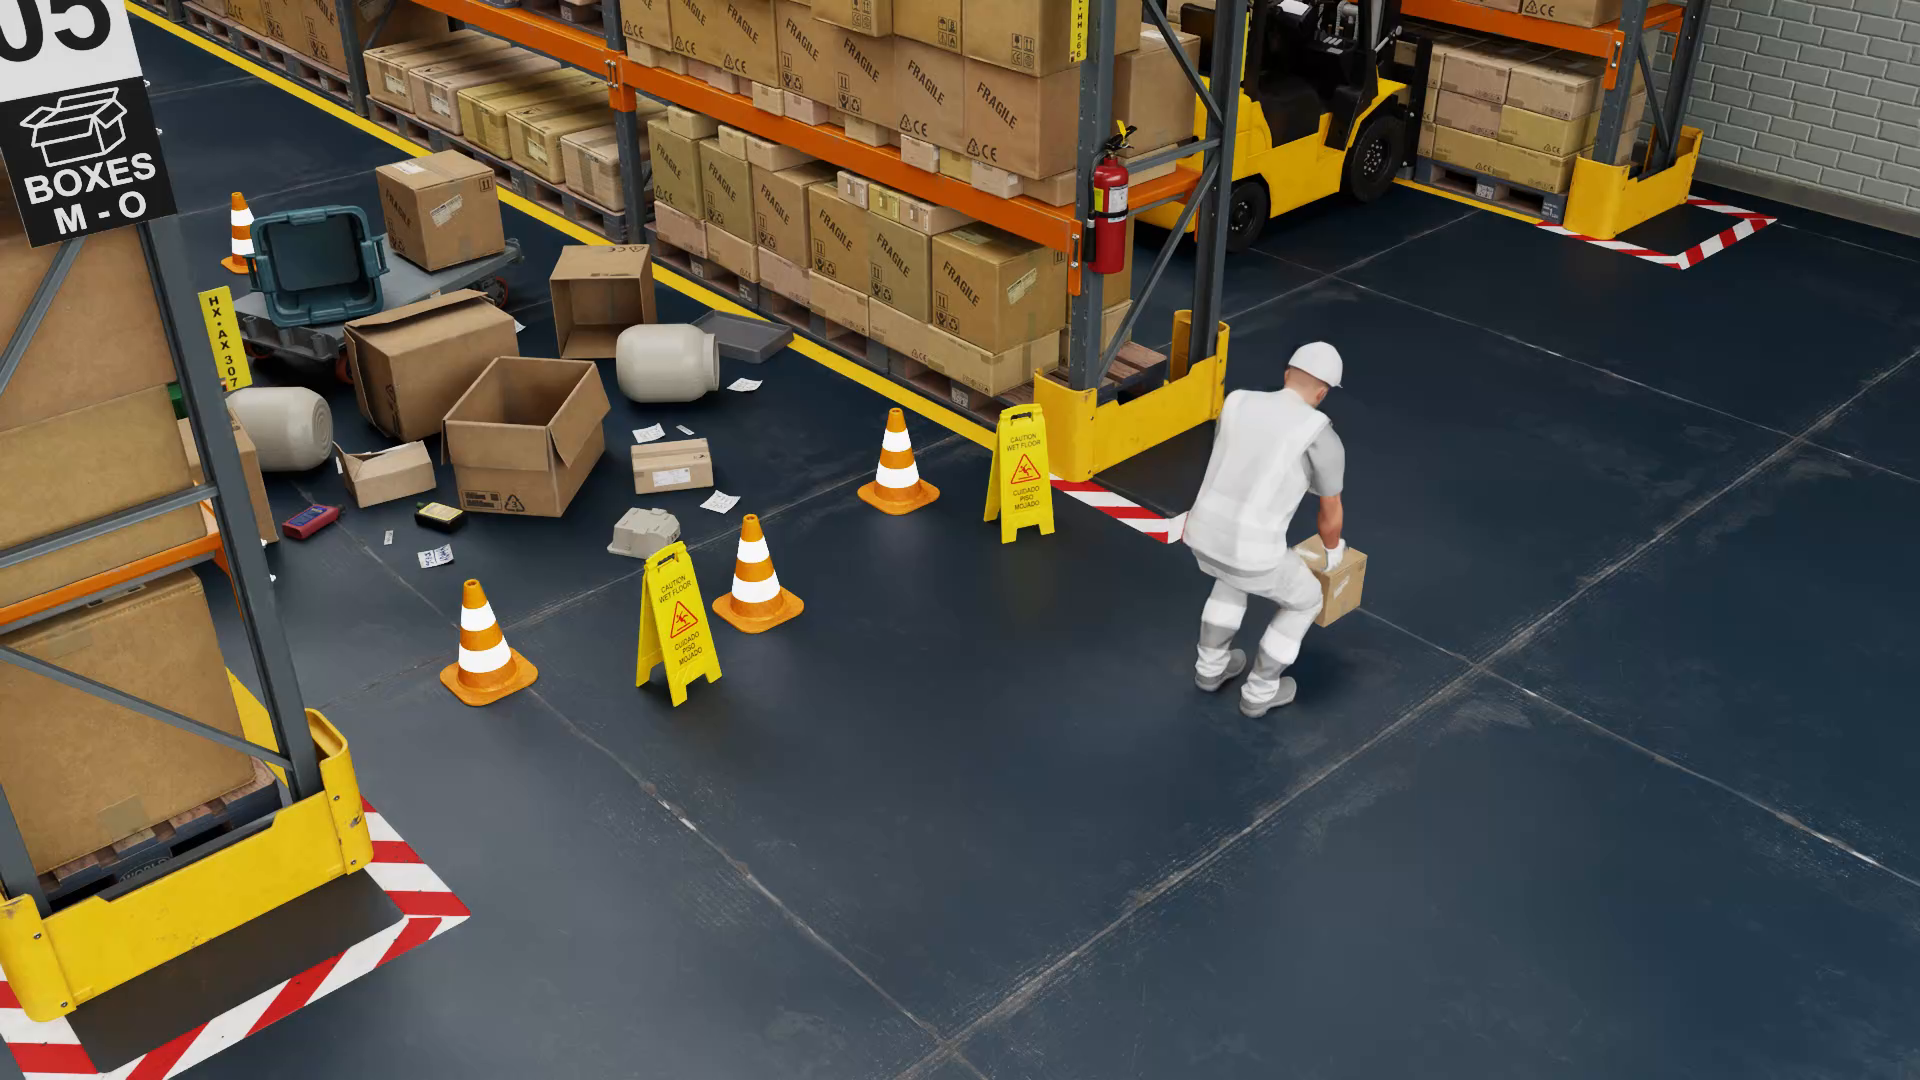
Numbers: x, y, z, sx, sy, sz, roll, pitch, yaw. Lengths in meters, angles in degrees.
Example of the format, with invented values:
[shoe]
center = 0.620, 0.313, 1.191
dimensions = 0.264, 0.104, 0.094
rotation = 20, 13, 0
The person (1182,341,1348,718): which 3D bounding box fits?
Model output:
[person]
center = 1.180, -0.042, 6.512
dimensions = 0.747, 1.443, 0.581
rotation = -26, 40, -35
